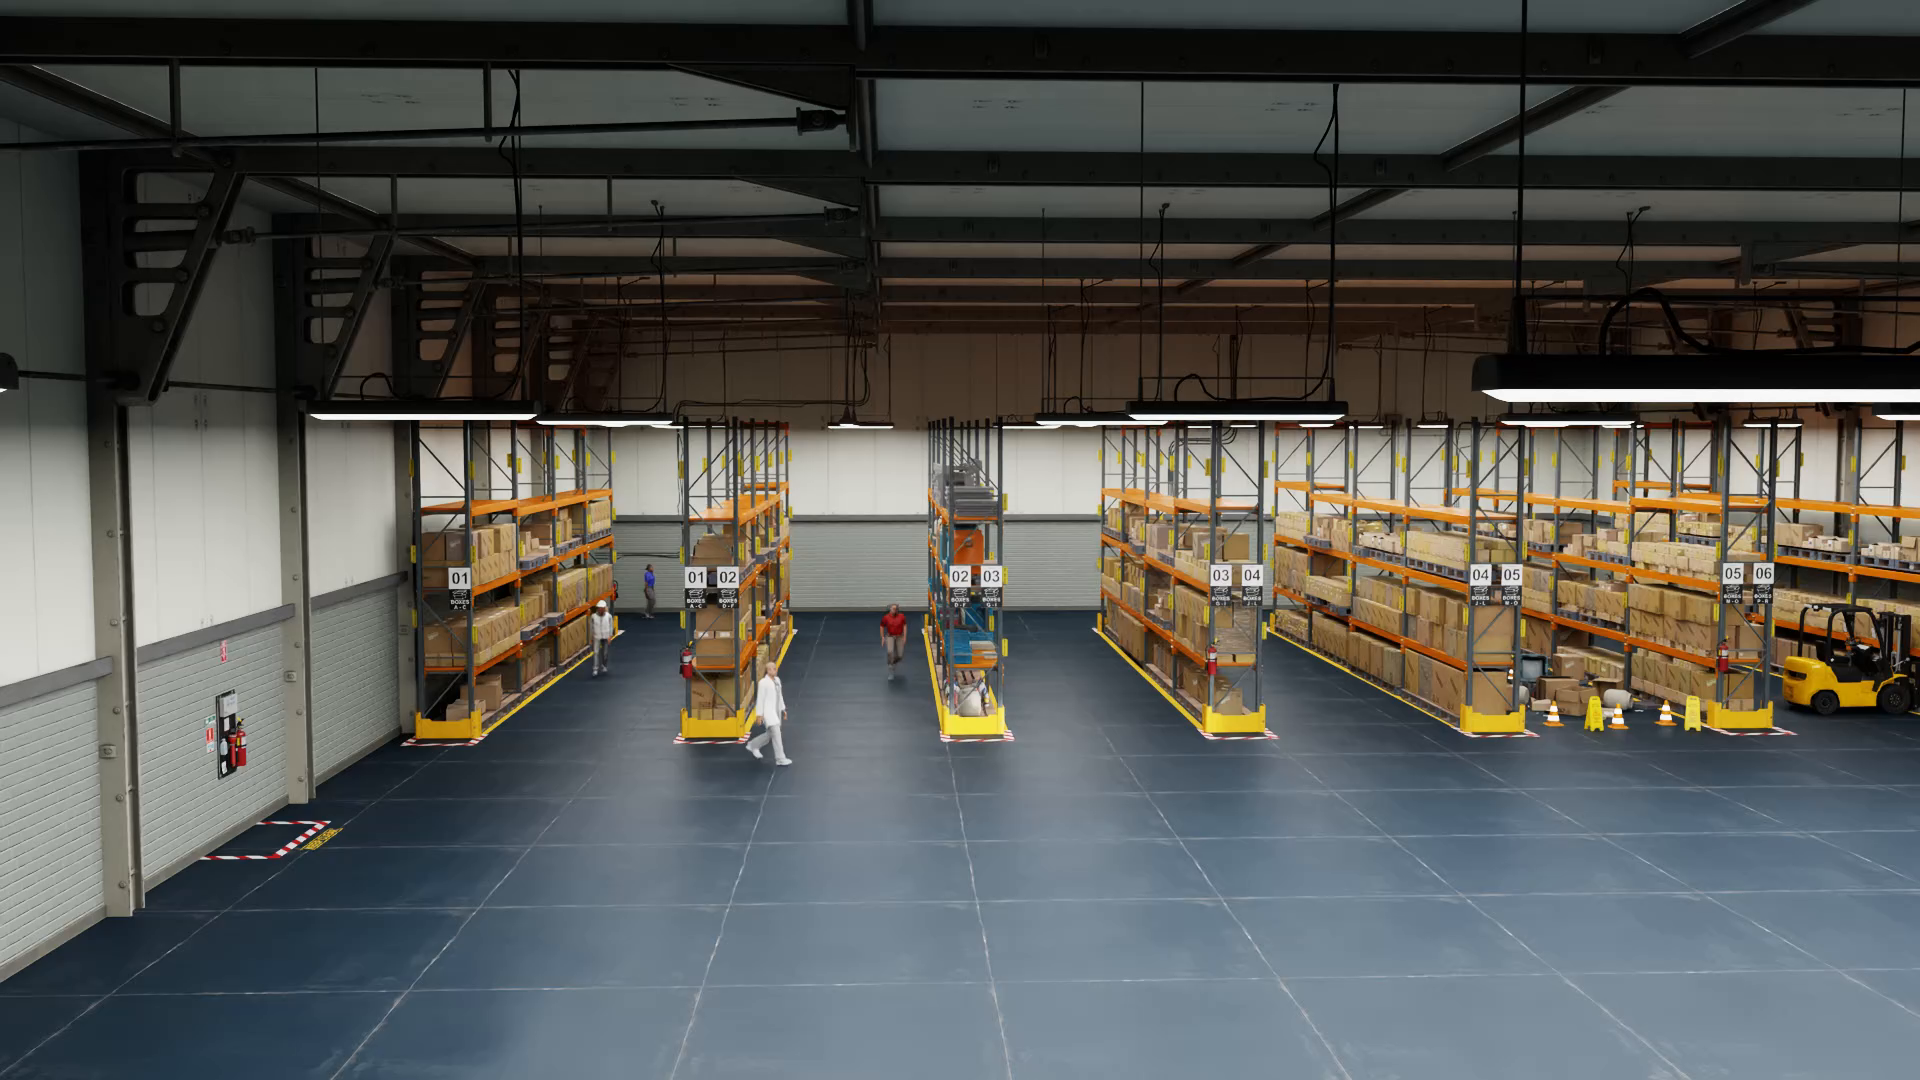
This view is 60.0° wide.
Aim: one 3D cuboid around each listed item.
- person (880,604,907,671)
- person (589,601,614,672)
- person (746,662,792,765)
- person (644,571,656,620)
[{"bbox_3d":[-1.544,2.275,38.631,0.630,1.621,0.754,-1,4,-14],"label":"person"},{"bbox_3d":[-8.437,2.250,39.135,0.552,1.661,0.817,-1,4,-15],"label":"person"},{"bbox_3d":[-3.283,2.985,28.701,1.053,1.719,0.631,2,4,25],"label":"person"},{"bbox_3d":[-9.461,1.680,50.833,0.410,1.470,0.460,0,4,0],"label":"person"}]
